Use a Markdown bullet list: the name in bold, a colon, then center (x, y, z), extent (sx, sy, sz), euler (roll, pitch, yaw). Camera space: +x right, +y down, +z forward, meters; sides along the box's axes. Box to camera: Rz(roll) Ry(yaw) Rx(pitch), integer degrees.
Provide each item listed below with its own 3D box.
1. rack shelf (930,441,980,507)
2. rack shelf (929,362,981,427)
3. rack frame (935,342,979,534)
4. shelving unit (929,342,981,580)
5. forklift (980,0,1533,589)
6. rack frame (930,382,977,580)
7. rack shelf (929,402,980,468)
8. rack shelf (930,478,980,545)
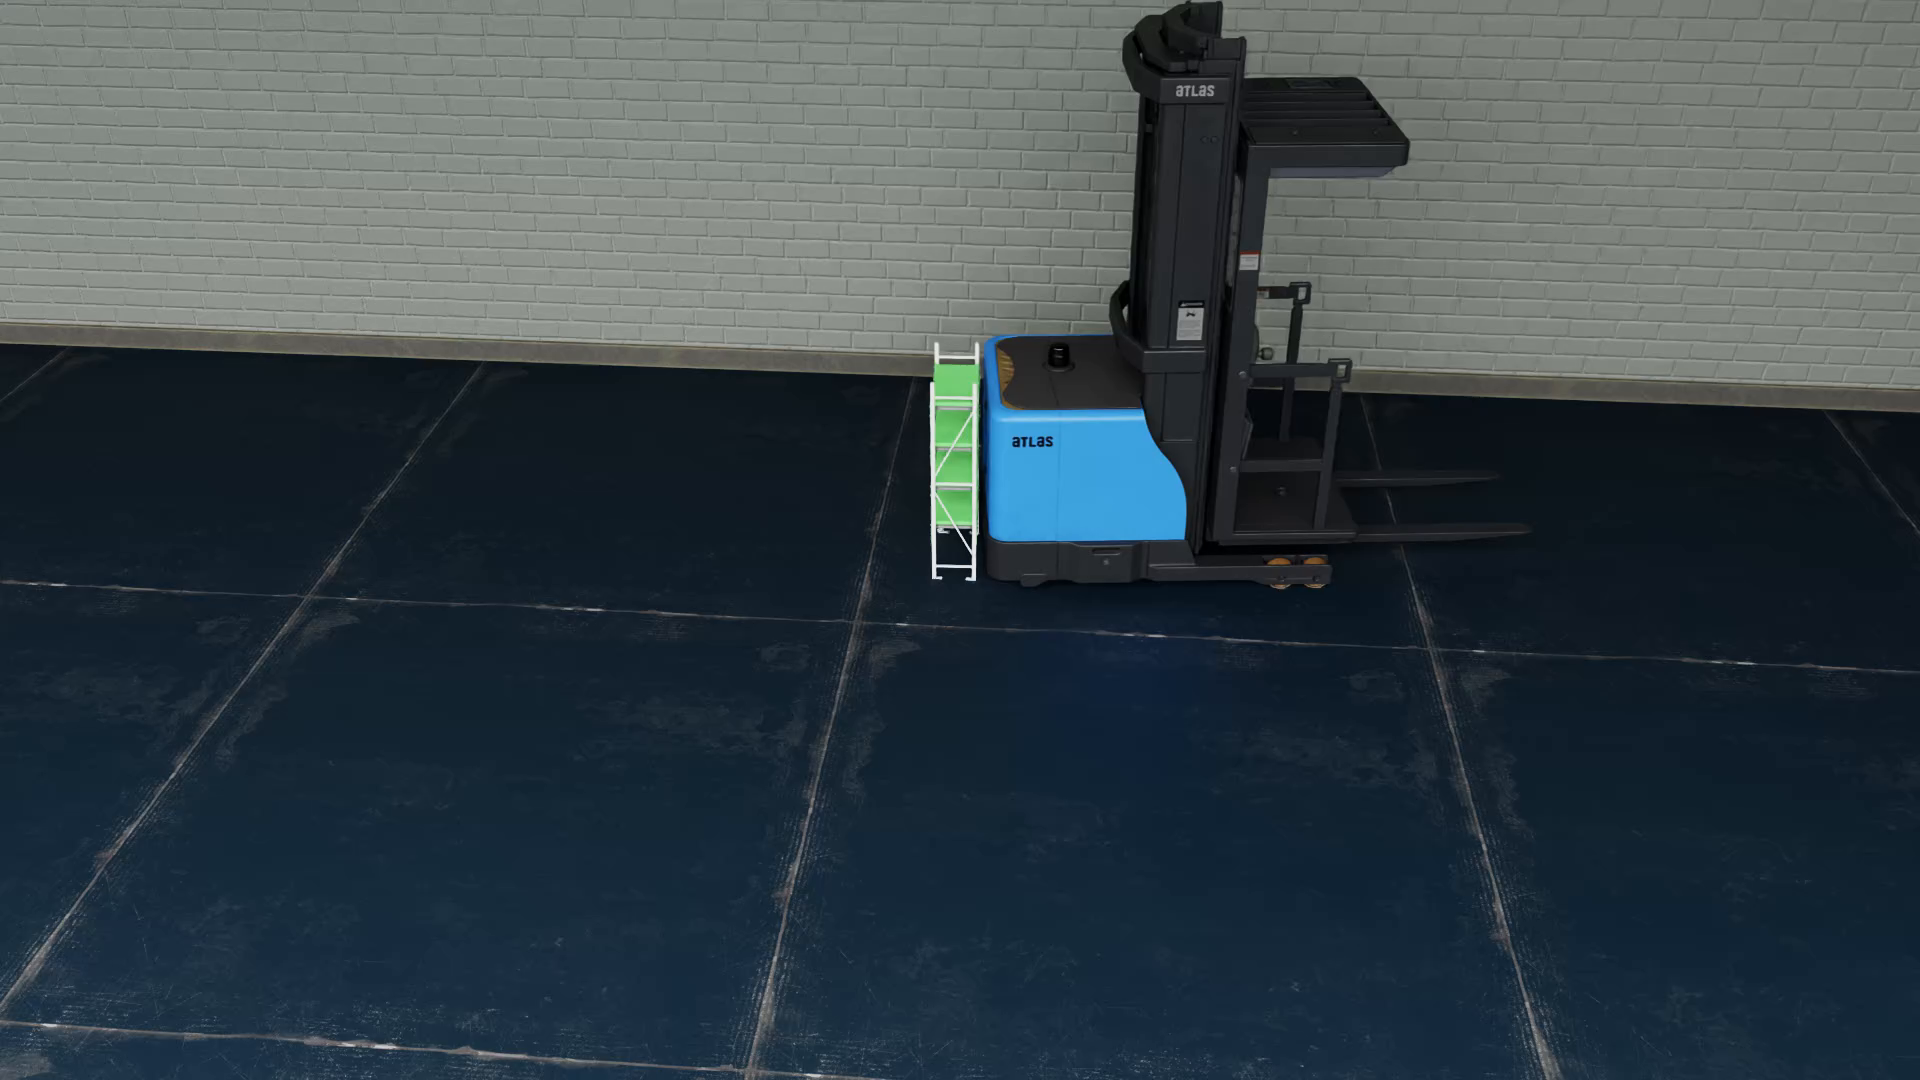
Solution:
- **rack shelf**: center (-0.024, -0.369, 9.107), extent (0.258, 0.148, 0.480), euler (1, 32, 2)
- **rack shelf**: center (-0.024, -0.777, 8.855), extent (0.258, 0.148, 0.480), euler (1, 32, 2)
- **rack frame**: center (-0.016, -0.551, 9.281), extent (0.240, 1.200, 0.015), euler (1, 32, 2)
- **shelving unit**: center (-0.024, -0.423, 9.073), extent (0.258, 1.200, 0.503), euler (1, 32, 2)
- **forklift**: center (1.647, -1.260, 8.781), extent (3.031, 2.935, 1.130), euler (-1, 32, -1)
- **rack frame**: center (-0.033, -0.295, 8.866), extent (0.240, 1.200, 0.015), euler (1, 32, 2)
- **rack shelf**: center (-0.024, -0.573, 8.981), extent (0.258, 0.148, 0.480), euler (1, 32, 2)
- **rack shelf**: center (-0.024, -0.165, 9.233), extent (0.258, 0.148, 0.480), euler (1, 32, 2)
